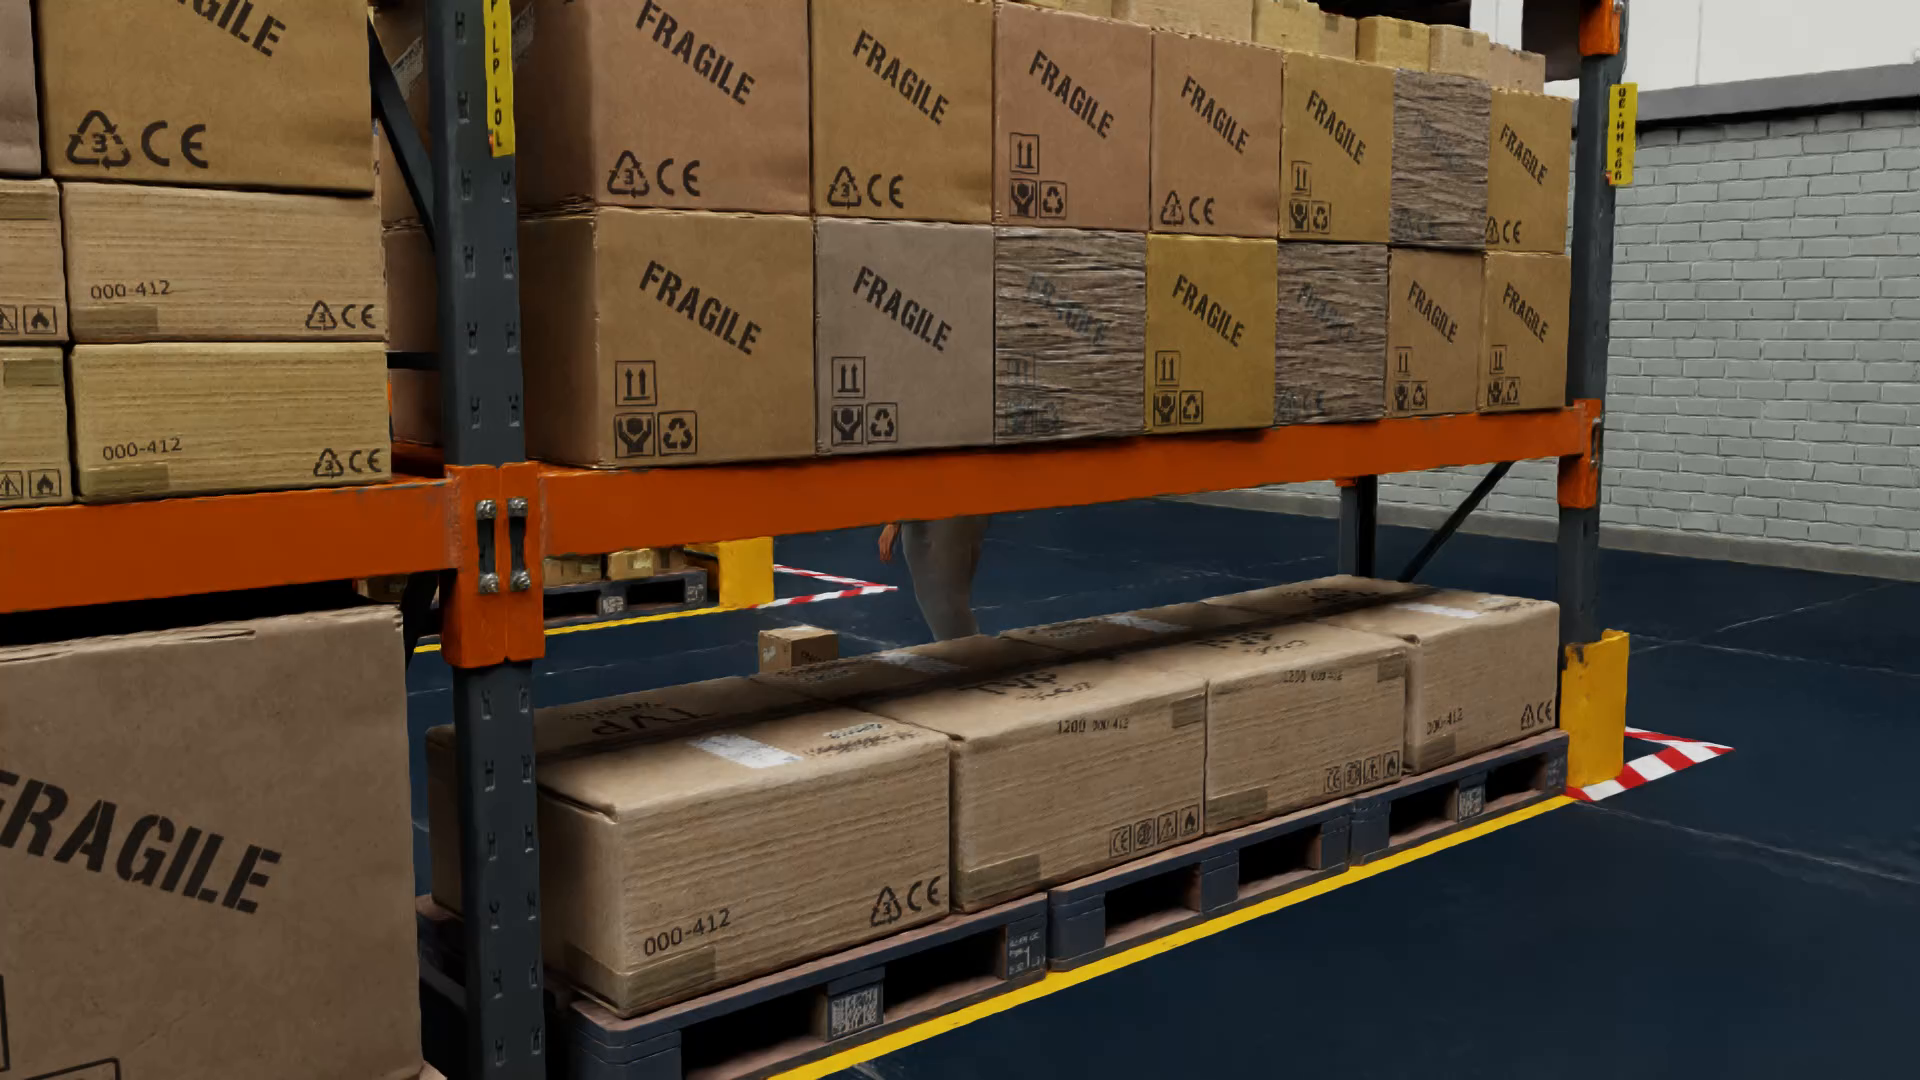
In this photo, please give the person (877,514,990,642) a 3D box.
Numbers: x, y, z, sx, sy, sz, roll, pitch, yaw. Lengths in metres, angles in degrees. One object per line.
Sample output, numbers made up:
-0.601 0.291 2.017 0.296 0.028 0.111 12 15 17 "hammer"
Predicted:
-0.101 -0.078 6.325 0.431 1.672 0.539 2 8 18 "person"
